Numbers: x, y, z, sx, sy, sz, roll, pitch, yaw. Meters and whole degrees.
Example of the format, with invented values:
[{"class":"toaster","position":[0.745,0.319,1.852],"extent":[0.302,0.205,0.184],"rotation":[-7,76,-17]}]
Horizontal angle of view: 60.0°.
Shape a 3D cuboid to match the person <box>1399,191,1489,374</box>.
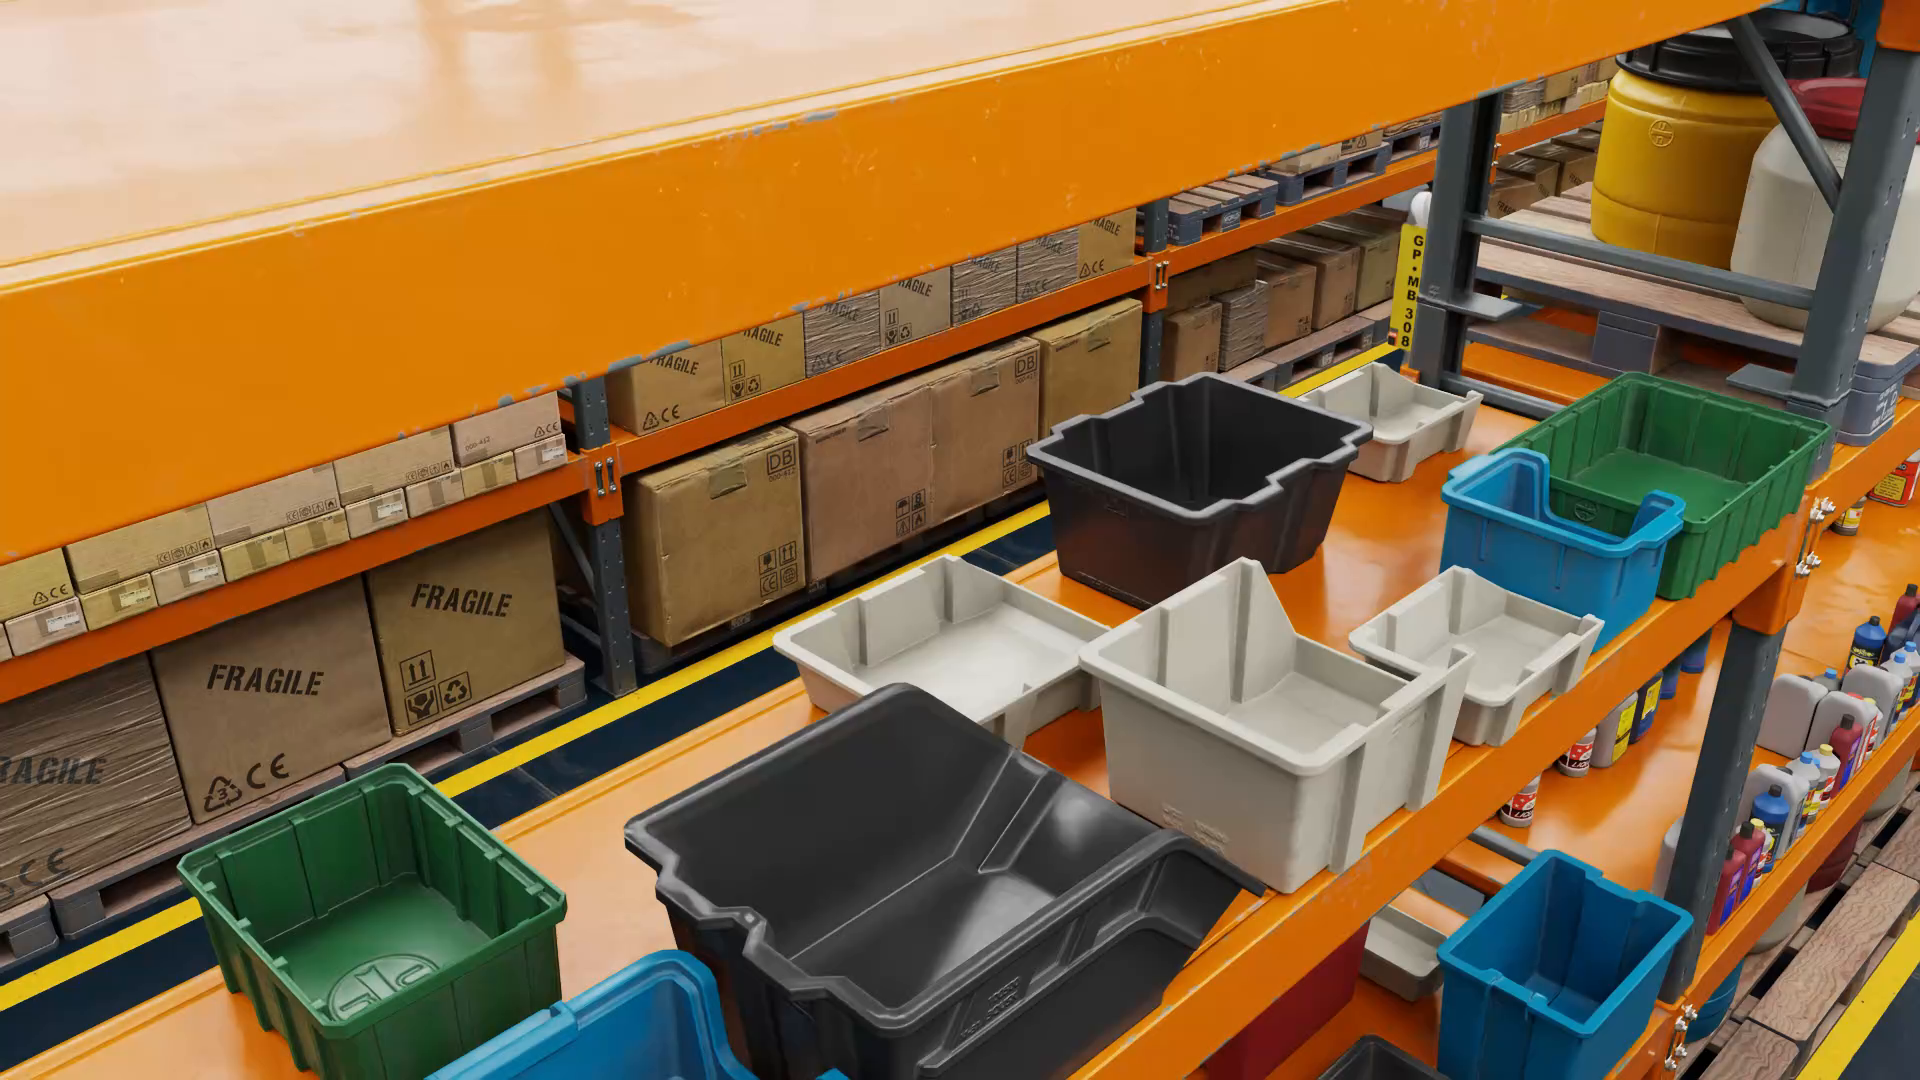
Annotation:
[{"class":"person","position":[3.162,-1.656,10.813],"extent":[0.602,1.847,0.626],"rotation":[17,32,30]}]
